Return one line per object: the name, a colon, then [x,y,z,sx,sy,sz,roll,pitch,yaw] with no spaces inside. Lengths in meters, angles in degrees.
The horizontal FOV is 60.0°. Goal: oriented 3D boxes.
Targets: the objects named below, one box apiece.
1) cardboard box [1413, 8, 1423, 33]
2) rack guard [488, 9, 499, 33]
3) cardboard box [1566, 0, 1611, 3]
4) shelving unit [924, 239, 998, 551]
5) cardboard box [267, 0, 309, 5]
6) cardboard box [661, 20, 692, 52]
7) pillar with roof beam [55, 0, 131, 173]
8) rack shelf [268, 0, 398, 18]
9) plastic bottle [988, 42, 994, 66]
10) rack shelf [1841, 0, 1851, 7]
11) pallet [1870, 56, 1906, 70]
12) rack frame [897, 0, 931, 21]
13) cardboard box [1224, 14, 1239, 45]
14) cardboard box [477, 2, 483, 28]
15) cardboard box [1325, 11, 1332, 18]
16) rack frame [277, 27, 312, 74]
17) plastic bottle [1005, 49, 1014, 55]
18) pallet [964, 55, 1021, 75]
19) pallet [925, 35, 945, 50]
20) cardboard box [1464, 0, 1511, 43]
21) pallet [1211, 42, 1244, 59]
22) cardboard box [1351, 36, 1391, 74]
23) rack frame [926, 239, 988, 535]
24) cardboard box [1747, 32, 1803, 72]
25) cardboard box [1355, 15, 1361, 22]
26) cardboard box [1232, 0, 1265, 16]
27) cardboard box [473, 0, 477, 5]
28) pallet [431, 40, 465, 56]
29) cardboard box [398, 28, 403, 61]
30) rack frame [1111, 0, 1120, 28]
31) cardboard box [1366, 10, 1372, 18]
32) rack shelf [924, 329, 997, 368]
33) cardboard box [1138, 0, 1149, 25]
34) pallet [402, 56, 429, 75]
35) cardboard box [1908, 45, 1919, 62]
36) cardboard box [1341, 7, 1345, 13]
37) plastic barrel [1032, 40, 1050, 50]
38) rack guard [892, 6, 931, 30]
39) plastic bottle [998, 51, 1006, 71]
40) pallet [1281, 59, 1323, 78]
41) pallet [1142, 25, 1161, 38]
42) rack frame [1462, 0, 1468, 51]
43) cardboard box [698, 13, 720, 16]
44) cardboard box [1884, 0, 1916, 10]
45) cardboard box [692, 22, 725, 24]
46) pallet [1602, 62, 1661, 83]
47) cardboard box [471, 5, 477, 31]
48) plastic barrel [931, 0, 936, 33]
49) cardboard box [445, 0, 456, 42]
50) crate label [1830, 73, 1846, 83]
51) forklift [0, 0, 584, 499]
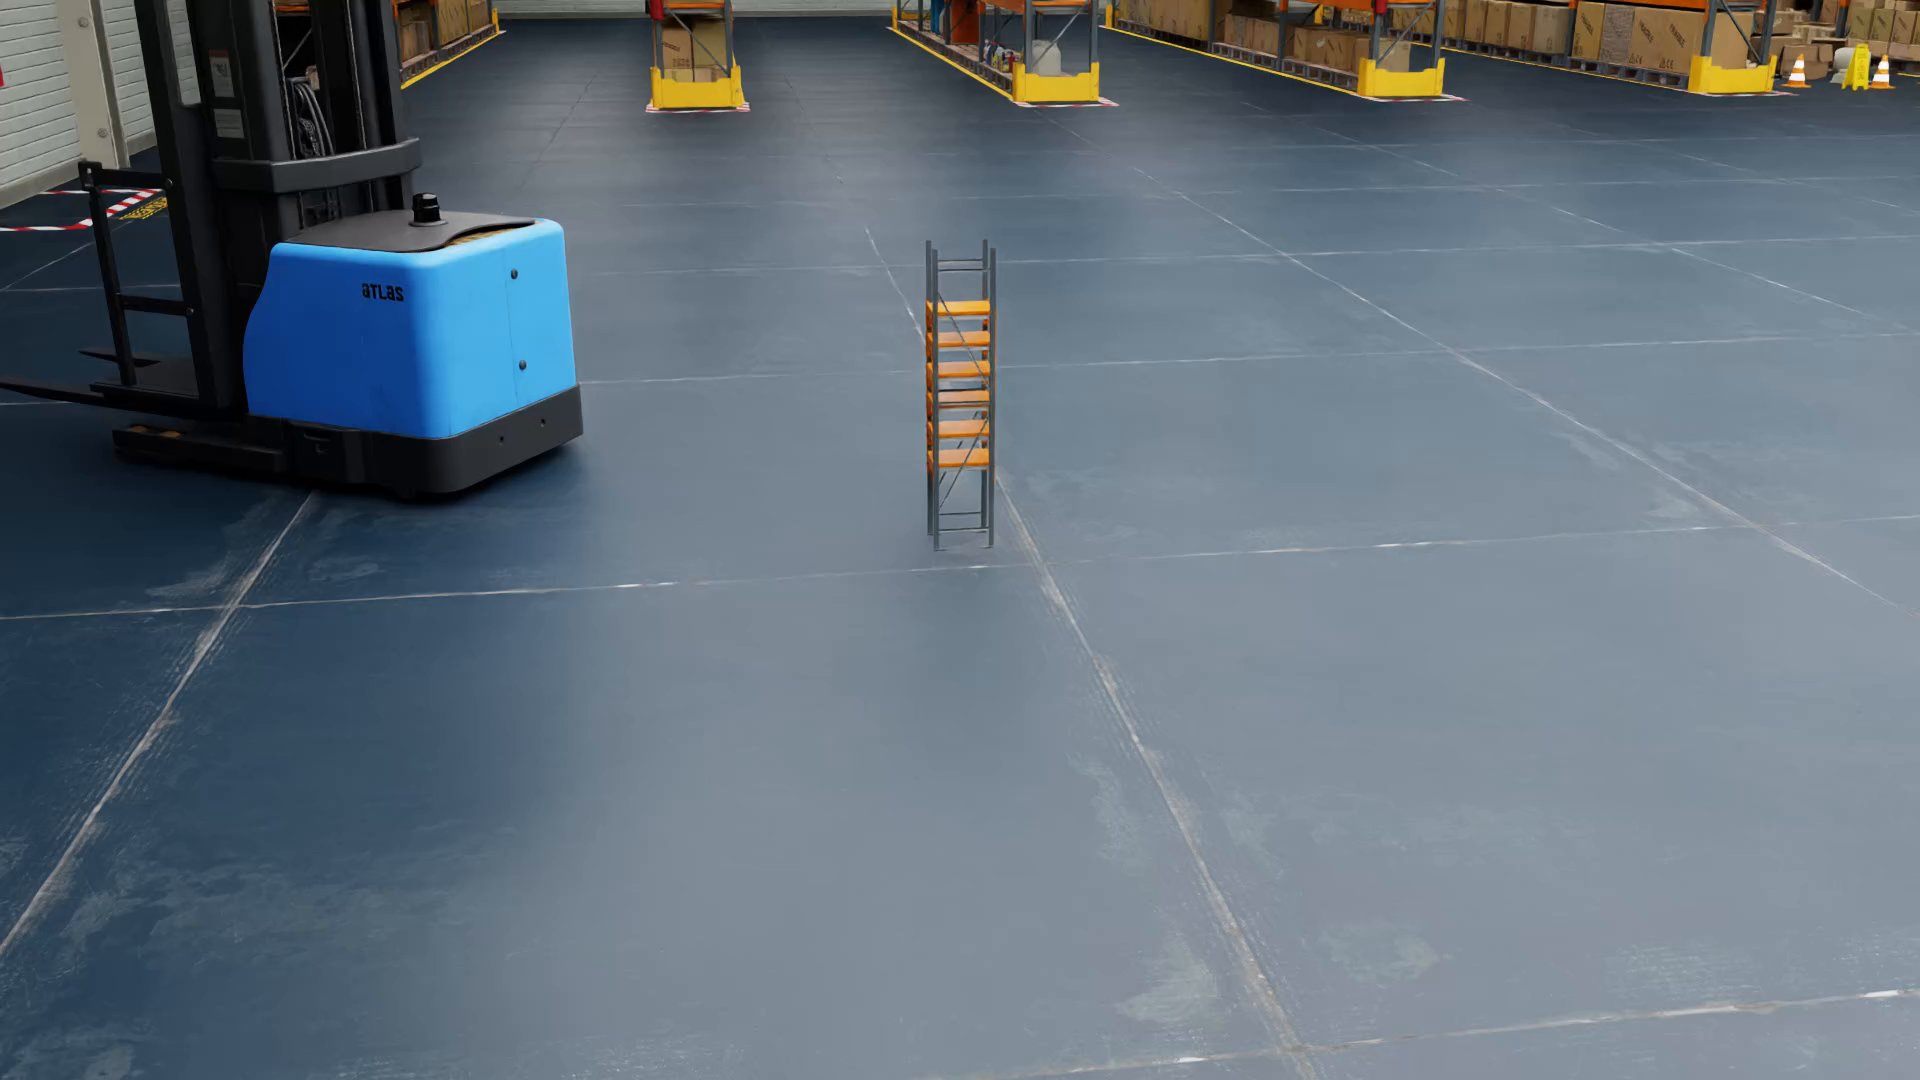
cardboard box: [9.483,-10.497,33.507,0.500,0.500,0.500,-3,21,-7]
rack guard: [-10.735,-11.362,36.423,1.175,0.500,0.348,-3,21,-8]
cardboard box: [14.242,-11.918,37.401,0.875,0.438,0.875,-4,21,-9]
shelving unit: [0.002,-0.557,6.493,0.258,1.200,0.189,-3,21,-8]
cardboard box: [-8.684,-7.076,21.561,0.500,0.250,0.500,-3,21,-7]
cardboard box: [-4.199,-7.359,24.389,0.500,0.500,0.500,-3,21,-8]
pillar with roof beam: [-4.257,-8.134,15.633,9.100,9.000,0.400,-3,21,-8]
rack shelf: [-8.713,-7.341,23.111,1.077,0.370,4.000,-3,21,-8]
plastic bottle: [0.508,-7.535,25.759,0.144,0.351,0.185,-2,21,-6]
rack shelf: [15.798,-8.590,26.456,1.077,0.370,4.000,-3,21,-8]
pallet: [15.641,-8.082,28.054,1.003,0.211,1.213,-3,21,-8]
rack frame: [-0.928,-13.025,37.301,1.000,3.000,0.127,-3,21,-8]
cardboard box: [5.243,-9.309,30.296,0.700,0.500,0.500,-4,21,-11]
cardboard box: [-10.386,-10.966,34.762,0.700,0.500,0.500,-4,21,-10]
cardboard box: [8.655,-12.153,38.443,0.380,0.149,0.250,-2,21,-7]
rack frame: [-8.425,-6.985,21.131,1.000,3.000,0.127,-3,21,-8]
plastic bottle: [0.739,-7.303,25.247,0.152,0.276,0.135,-3,21,-8]
pallet: [0.650,-7.833,27.388,1.003,0.211,1.213,-3,21,-8]
pallet: [-0.102,-9.641,32.227,1.003,0.211,1.213,-3,21,-8]
cardboard box: [10.048,-9.647,30.874,1.050,0.750,0.750,-3,21,-8]
pallet: [5.238,-8.928,30.317,1.003,0.211,1.213,-3,21,-8]
cardboard box: [6.086,-7.183,24.632,0.500,0.500,0.500,2,21,6]
rack frame: [-0.011,-0.589,6.578,0.240,1.200,0.006,-3,21,-8]
cardboard box: [13.185,-7.932,27.041,0.797,0.637,0.503,-3,21,-8]
cardboard box: [8.959,-11.536,36.791,0.380,0.149,0.250,-3,21,-7]
cardboard box: [5.253,-9.660,30.166,0.500,0.250,0.500,-2,21,-6]
cardboard box: [-10.106,-11.042,34.039,0.380,0.149,0.250,-4,21,-9]
pallet: [-9.790,-9.147,30.905,1.003,0.211,1.213,-3,21,-8]
cardboard box: [-9.248,-7.836,26.352,0.700,0.500,0.500,-3,21,-9]
rack frame: [3.973,-13.274,37.970,1.000,3.000,0.127,-3,21,-8]
cardboard box: [9.005,-11.383,35.956,0.380,0.149,0.250,-4,21,-10]
rack shelf: [0.002,-0.740,6.424,0.258,0.103,0.180,-3,21,-8]
cardboard box: [4.404,-11.635,36.017,0.875,0.875,0.875,-3,21,-8]
pallet: [-9.295,-7.757,27.182,1.003,0.211,1.213,-3,21,-8]
cardboard box: [15.556,-7.770,26.562,0.500,0.250,0.500,-4,21,-10]
cardboard box: [8.754,-12.023,37.670,0.380,0.149,0.250,-2,21,-6]
plastic barrel: [1.136,-6.914,23.895,0.421,0.512,0.421,0,20,0]
rack guard: [-0.944,-11.861,37.759,1.175,0.500,0.348,-3,21,-8]
plastic bottle: [0.651,-7.165,24.878,0.152,0.276,0.135,-3,21,-9]
pallet: [5.835,-7.582,26.716,1.003,0.211,1.213,-3,21,-8]
pallet: [4.518,-10.850,35.465,1.003,0.211,1.213,-3,21,-8]
rack frame: [10.049,-10.720,31.130,1.000,3.000,0.127,-3,21,-8]
cardboard box: [-4.541,-9.394,30.525,0.500,0.500,0.500,-4,21,-10]
cardboard box: [15.362,-8.741,27.164,0.380,0.149,0.250,-2,21,-6]
cardboard box: [-3.595,-7.213,23.998,0.500,0.500,0.500,-3,21,-8]
pallet: [10.837,-7.338,26.061,1.003,0.211,1.213,-3,21,-8]
cardboard box: [-10.230,-10.604,33.792,0.700,0.500,0.500,-3,21,-8]
plastic barrel: [-0.290,-10.664,33.380,0.600,0.901,0.708,-3,21,-8]
cardboard box: [-9.675,-9.510,30.362,0.750,0.750,0.750,-3,21,-8]
crate label: [13.524,-7.073,25.457,0.250,0.136,0.298,-15,25,-35]
forklift: [-3.347,-1.865,7.520,3.031,2.935,1.130,8,22,21]
